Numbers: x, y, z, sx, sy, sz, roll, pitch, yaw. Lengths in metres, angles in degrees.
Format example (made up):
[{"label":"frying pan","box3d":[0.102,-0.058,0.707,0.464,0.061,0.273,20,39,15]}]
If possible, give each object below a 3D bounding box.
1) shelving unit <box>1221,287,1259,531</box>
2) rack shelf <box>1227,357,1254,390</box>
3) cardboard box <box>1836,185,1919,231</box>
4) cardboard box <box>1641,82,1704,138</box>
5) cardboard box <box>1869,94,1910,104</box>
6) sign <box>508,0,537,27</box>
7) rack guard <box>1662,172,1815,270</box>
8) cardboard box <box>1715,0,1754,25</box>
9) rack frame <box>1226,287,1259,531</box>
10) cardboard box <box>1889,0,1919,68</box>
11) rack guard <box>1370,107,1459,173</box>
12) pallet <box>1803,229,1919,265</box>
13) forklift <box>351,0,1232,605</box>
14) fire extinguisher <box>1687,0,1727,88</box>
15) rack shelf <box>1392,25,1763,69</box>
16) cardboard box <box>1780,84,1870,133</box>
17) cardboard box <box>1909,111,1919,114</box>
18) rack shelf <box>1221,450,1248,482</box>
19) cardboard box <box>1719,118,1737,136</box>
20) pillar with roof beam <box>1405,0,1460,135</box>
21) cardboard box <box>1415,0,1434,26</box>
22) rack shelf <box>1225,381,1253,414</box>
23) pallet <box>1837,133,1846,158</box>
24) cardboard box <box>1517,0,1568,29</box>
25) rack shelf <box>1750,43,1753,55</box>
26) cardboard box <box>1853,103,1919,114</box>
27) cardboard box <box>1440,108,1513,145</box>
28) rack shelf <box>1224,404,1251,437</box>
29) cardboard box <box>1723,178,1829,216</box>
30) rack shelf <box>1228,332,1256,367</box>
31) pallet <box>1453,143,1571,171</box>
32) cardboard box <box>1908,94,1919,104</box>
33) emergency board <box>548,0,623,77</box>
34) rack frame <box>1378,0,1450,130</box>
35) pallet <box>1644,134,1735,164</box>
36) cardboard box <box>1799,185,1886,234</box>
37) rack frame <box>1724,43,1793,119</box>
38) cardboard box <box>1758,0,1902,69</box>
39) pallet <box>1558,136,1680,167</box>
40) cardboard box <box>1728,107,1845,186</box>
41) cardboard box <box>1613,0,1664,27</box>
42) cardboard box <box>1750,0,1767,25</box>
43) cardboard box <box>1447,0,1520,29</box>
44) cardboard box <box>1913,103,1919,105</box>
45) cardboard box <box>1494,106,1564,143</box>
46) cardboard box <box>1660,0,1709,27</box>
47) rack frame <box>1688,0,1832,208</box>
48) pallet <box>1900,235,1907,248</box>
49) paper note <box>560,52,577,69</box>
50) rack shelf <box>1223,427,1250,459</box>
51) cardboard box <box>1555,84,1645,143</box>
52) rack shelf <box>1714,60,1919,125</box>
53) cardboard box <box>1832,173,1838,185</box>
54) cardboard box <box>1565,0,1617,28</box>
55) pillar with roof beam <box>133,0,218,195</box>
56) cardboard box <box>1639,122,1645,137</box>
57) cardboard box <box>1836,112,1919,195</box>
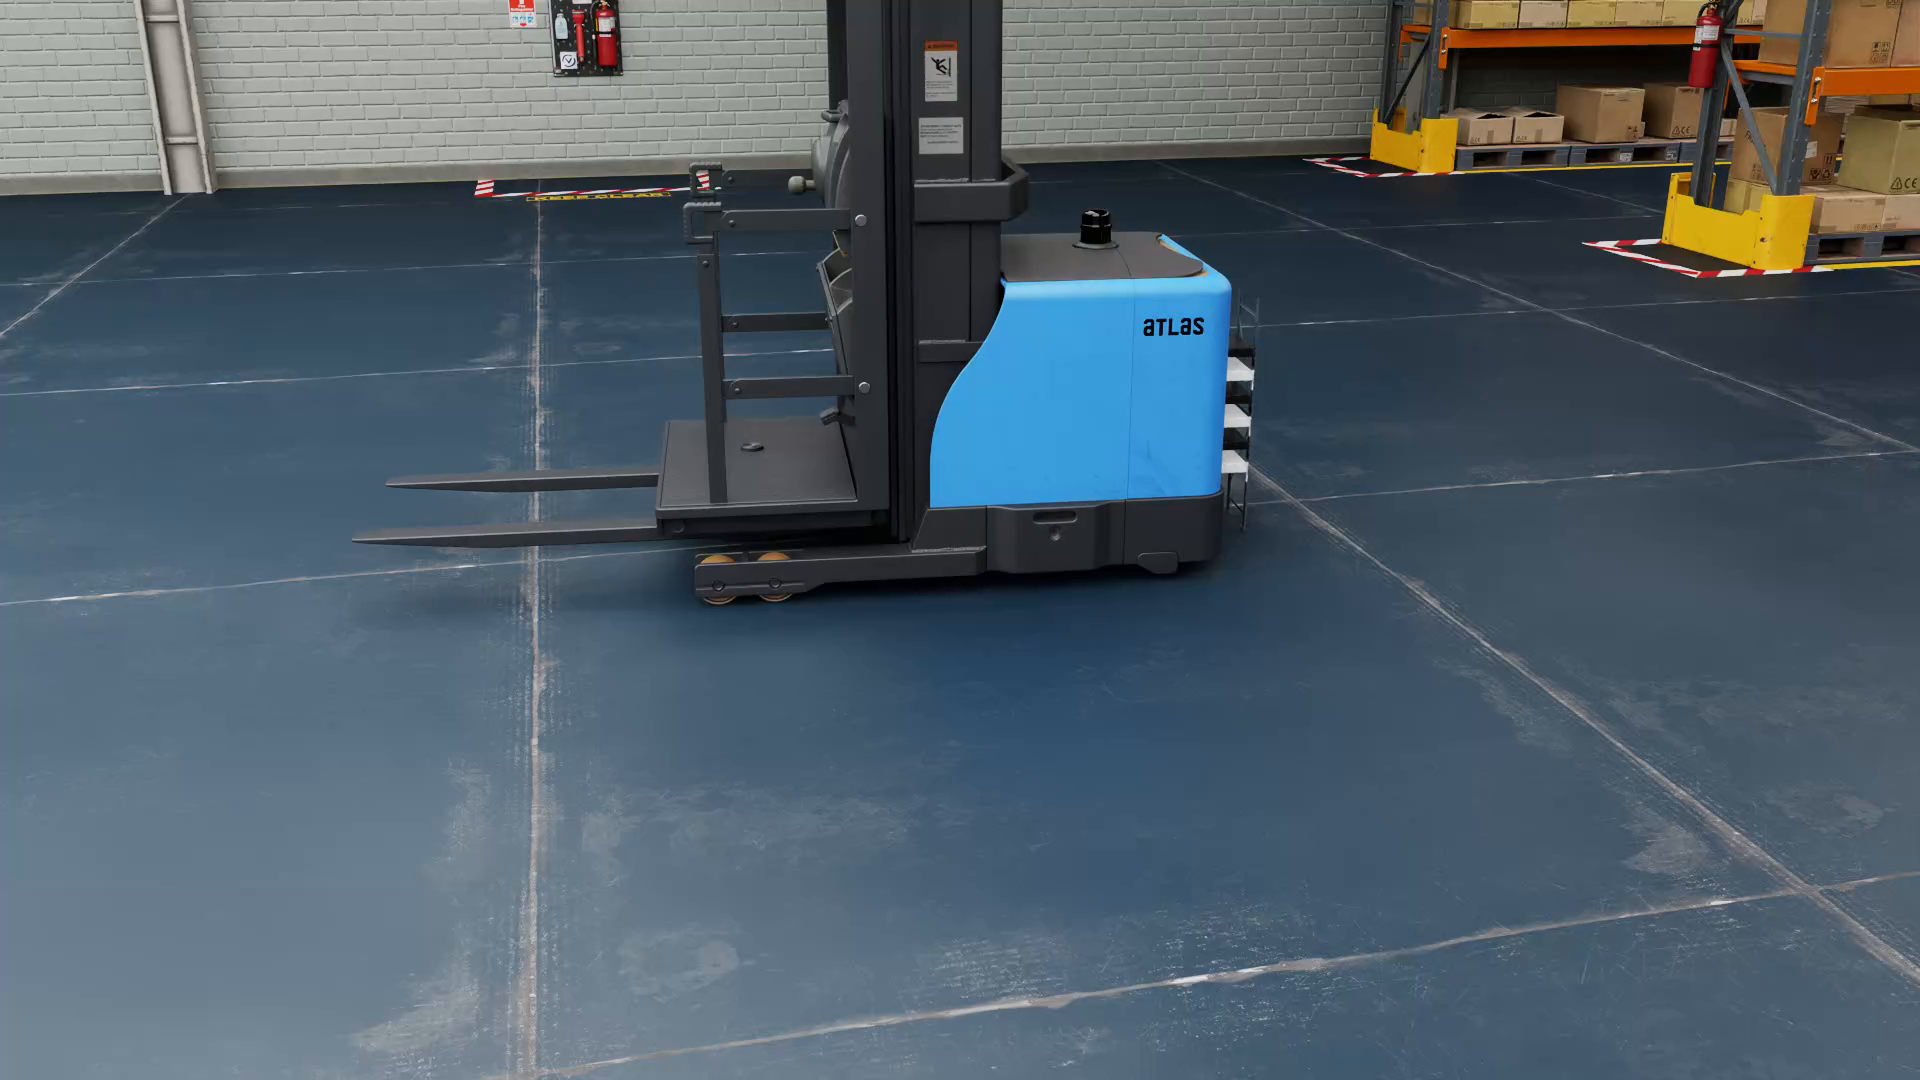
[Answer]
[{"label":"shelving unit","box3d":[0.980,-0.496,6.359,0.210,0.900,0.258,-3,20,-7]},{"label":"rack shelf","box3d":[0.980,-0.633,6.309,0.200,0.077,0.258,-3,20,-7]},{"label":"cardboard box","box3d":[6.579,-2.366,11.799,0.500,0.250,0.500,-5,21,-12]},{"label":"cardboard box","box3d":[7.269,-4.363,16.858,0.500,0.500,0.500,-6,21,-17]},{"label":"cardboard box","box3d":[9.473,-4.580,17.450,0.500,0.500,0.700,-5,21,-14]},{"label":"sign","box3d":[-3.956,-4.803,15.015,0.234,0.329,0.001,-5,21,-12]},{"label":"rack guard","box3d":[5.497,-2.275,11.799,0.348,0.500,1.175,-5,21,-12]},{"label":"cardboard box","box3d":[7.391,-5.189,16.307,0.500,0.250,0.500,-5,21,-12]},{"label":"rack frame","box3d":[1.081,-0.500,6.372,0.006,0.900,0.240,-3,20,-7]},{"label":"cardboard box","box3d":[6.488,-3.574,11.564,0.500,0.500,0.700,-4,21,-11]},{"label":"rack guard","box3d":[4.451,-3.941,16.346,0.348,0.500,1.175,-5,21,-12]},{"label":"pallet","box3d":[6.255,-2.216,12.057,1.213,0.211,1.003,-5,21,-12]},{"label":"forklift","box3d":[-0.618,-1.348,5.733,3.031,2.935,1.130,-3,20,-7]},{"label":"fire extinguisher","box3d":[5.298,-3.561,11.786,0.183,0.674,0.296,-5,21,-12]},{"label":"rack shelf","box3d":[6.323,-4.929,16.456,4.000,0.370,1.077,-5,21,-12]},{"label":"cardboard box","box3d":[8.982,-4.522,17.293,0.500,0.500,0.700,-4,20,-11]},{"label":"cardboard box","box3d":[7.063,-2.761,11.788,0.500,0.500,0.500,-5,21,-12]},{"label":"rack shelf","box3d":[0.980,-0.295,6.433,0.200,0.077,0.258,-3,20,-7]},{"label":"cardboard box","box3d":[7.756,-4.249,17.033,0.250,0.166,0.380,-7,21,-20]},{"label":"pillar with roof beam","box3d":[5.850,-6.830,11.876,0.400,9.000,9.100,-5,21,-12]},{"label":"cardboard box","box3d":[4.787,-5.150,16.201,0.500,0.250,0.500,-4,21,-12]},{"label":"rack shelf","box3d":[0.980,-0.549,6.340,0.200,0.077,0.258,-3,20,-7]},{"label":"pallet","box3d":[9.027,-4.178,17.414,1.213,0.211,1.003,-5,21,-12]},{"label":"cardboard box","box3d":[5.427,-5.026,15.863,0.500,0.250,0.500,-5,21,-14]},{"label":"rack shelf","box3d":[10.216,-5.246,17.320,4.000,0.370,1.077,-5,21,-12]},{"label":"cardboard box","box3d":[6.944,-2.935,12.263,0.500,0.500,0.500,-5,21,-12]},{"label":"cardboard box","box3d":[5.071,-4.077,16.354,0.500,0.311,0.500,-7,21,-19]},{"label":"rack shelf","box3d":[0.980,-0.464,6.371,0.200,0.077,0.258,-3,20,-7]},{"label":"cardboard box","box3d":[5.974,-2.498,12.161,0.500,0.250,0.500,-5,21,-12]},{"label":"rack shelf","box3d":[0.980,-0.718,6.278,0.200,0.077,0.258,-3,20,-7]},{"label":"pallet","box3d":[5.249,-3.858,16.539,1.213,0.211,1.003,-5,21,-12]},{"label":"cardboard box","box3d":[9.979,-4.607,17.524,0.500,0.500,0.700,-4,21,-12]},{"label":"emergency board","box3d":[-3.394,-4.796,15.046,0.643,1.169,0.194,-5,21,-12]},{"label":"rack frame","box3d":[4.377,-5.109,15.900,0.127,3.000,1.000,-5,21,-12]},{"label":"pallet","box3d":[7.624,-4.051,17.067,1.213,0.211,1.003,-5,21,-12]},{"label":"cardboard box","box3d":[6.093,-2.325,11.688,0.500,0.250,0.500,-5,21,-12]},{"label":"rack frame","box3d":[8.269,-5.425,16.764,0.127,3.000,1.000,-5,21,-12]},{"label":"cardboard box","box3d":[5.978,-3.530,11.446,0.500,0.500,0.700,-5,21,-12]},{"label":"pallet","box3d":[6.434,-3.953,16.800,1.213,0.211,1.003,-5,21,-12]},{"label":"cardboard box","box3d":[5.974,-2.851,12.034,0.500,0.500,0.500,-5,21,-12]},{"label":"cardboard box","box3d":[6.416,-5.104,16.075,0.500,0.250,0.500,-4,21,-12]},{"label":"cardboard box","box3d":[7.878,-5.225,16.407,0.500,0.250,0.500,-5,21,-12]},{"label":"cardboard box","box3d":[4.925,-4.980,15.738,0.500,0.250,0.500,-5,21,-14]},{"label":"cardboard box","box3d":[7.430,-2.974,12.370,0.500,0.500,0.500,-5,21,-12]},{"label":"cardboard box","box3d":[5.626,-4.123,16.477,0.500,0.311,0.500,-3,20,-8]},{"label":"cardboard box","box3d":[6.906,-5.144,16.184,0.500,0.250,0.500,-5,21,-13]},{"label":"rack frame","box3d":[5.520,-3.451,11.374,0.127,3.000,1.000,-5,21,-12]},{"label":"pallet","box3d":[7.440,-2.311,12.318,1.213,0.211,1.003,-5,21,-12]},{"label":"paper note","box3d":[-3.582,-4.391,15.223,0.142,0.148,0.016,-5,21,-12]},{"label":"rack shelf","box3d":[0.980,-0.380,6.402,0.200,0.077,0.258,-3,20,-7]},{"label":"cardboard box","box3d":[6.351,-4.253,16.558,0.500,0.500,0.700,-6,21,-16]},{"label":"rack shelf","box3d":[7.467,-3.271,11.930,4.000,0.370,1.077,-5,21,-12]},{"label":"cardboard box","box3d":[6.458,-2.542,12.280,0.500,0.250,0.500,-5,21,-12]},{"label":"cardboard box","box3d":[5.924,-5.064,15.968,0.500,0.250,0.500,-5,21,-13]},{"label":"pillar with roof beam","box3d":[-5.828,-5.880,9.283,0.400,9.000,9.100,-5,21,-12]},{"label":"cardboard box","box3d":[6.708,-4.173,16.852,0.250,0.149,0.380,-6,21,-17]},{"label":"cardboard box","box3d":[6.580,-2.717,11.668,0.500,0.500,0.500,-5,21,-12]}]
